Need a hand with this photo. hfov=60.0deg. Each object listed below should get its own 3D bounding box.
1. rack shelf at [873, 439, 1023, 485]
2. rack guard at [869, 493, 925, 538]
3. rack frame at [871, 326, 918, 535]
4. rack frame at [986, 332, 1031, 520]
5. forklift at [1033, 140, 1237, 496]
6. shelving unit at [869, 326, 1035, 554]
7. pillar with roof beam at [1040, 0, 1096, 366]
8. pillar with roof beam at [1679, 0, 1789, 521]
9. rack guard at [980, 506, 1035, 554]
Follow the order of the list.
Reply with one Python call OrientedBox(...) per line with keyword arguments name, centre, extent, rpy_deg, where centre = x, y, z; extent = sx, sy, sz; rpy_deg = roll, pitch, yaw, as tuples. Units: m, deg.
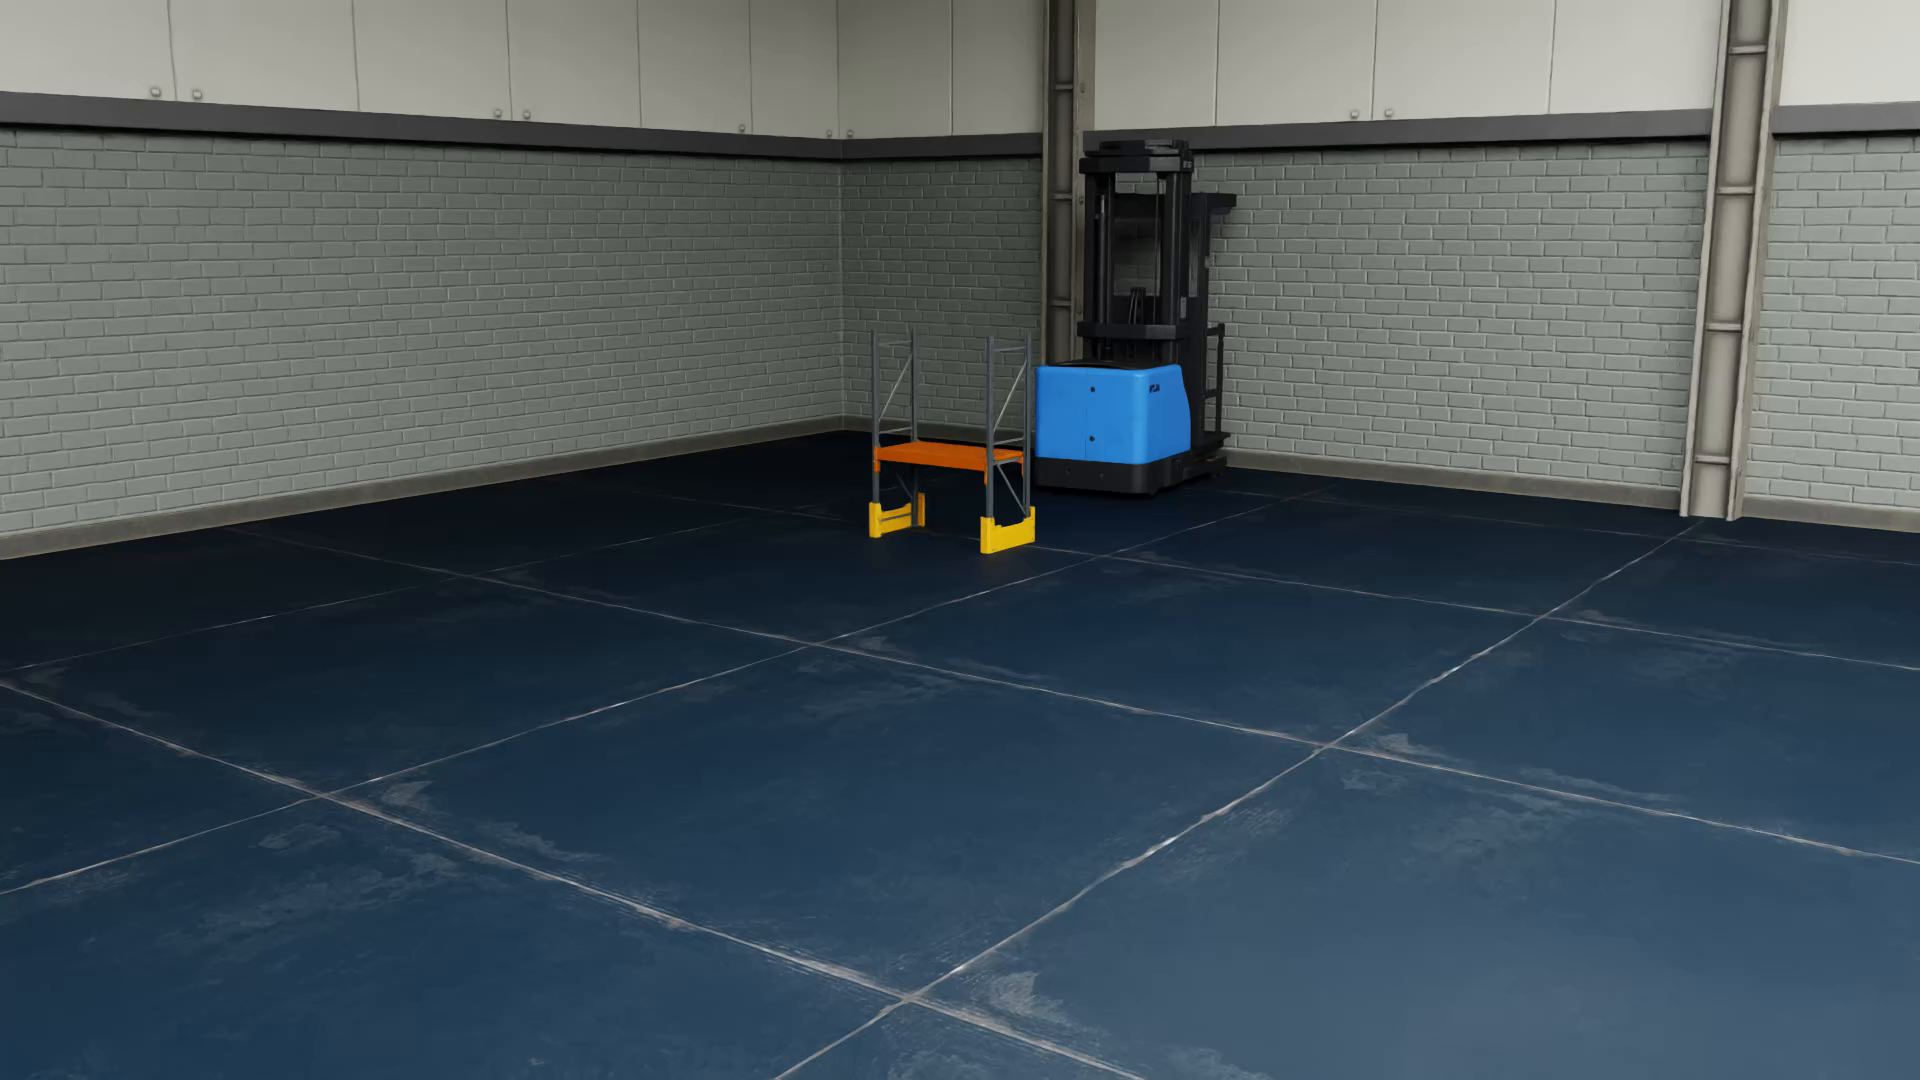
OrientedBox(name="rack shelf", centre=(-0.069, -0.569, 11.971), extent=(1.000, 0.185, 0.538), rpy_deg=(8, 13, 36))
OrientedBox(name="rack guard", centre=(-0.463, -0.187, 12.340), extent=(0.087, 0.250, 0.587), rpy_deg=(8, 13, 36))
OrientedBox(name="rack frame", centre=(-0.478, -0.803, 12.232), extent=(0.032, 1.500, 0.500), rpy_deg=(8, 13, 36))
OrientedBox(name="rack frame", centre=(0.341, -0.689, 11.641), extent=(0.032, 1.500, 0.500), rpy_deg=(8, 13, 36))
OrientedBox(name="forklift", centre=(1.777, -2.040, 14.860), extent=(1.130, 2.935, 3.031), rpy_deg=(6, 13, 29))
OrientedBox(name="shelving unit", centre=(-0.061, -0.745, 11.932), extent=(1.083, 1.500, 0.587), rpy_deg=(8, 13, 36))
OrientedBox(name="pillar with roof beam", centre=(-1.510, -4.624, 12.240), extent=(0.400, 9.000, 9.100), rpy_deg=(8, 13, 36))
OrientedBox(name="pillar with roof beam", centre=(3.326, -3.950, 8.753), extent=(0.400, 9.000, 9.100), rpy_deg=(8, 13, 36))
OrientedBox(name="rack guard", centre=(0.340, -0.075, 11.761), extent=(0.087, 0.250, 0.587), rpy_deg=(8, 13, 36))
